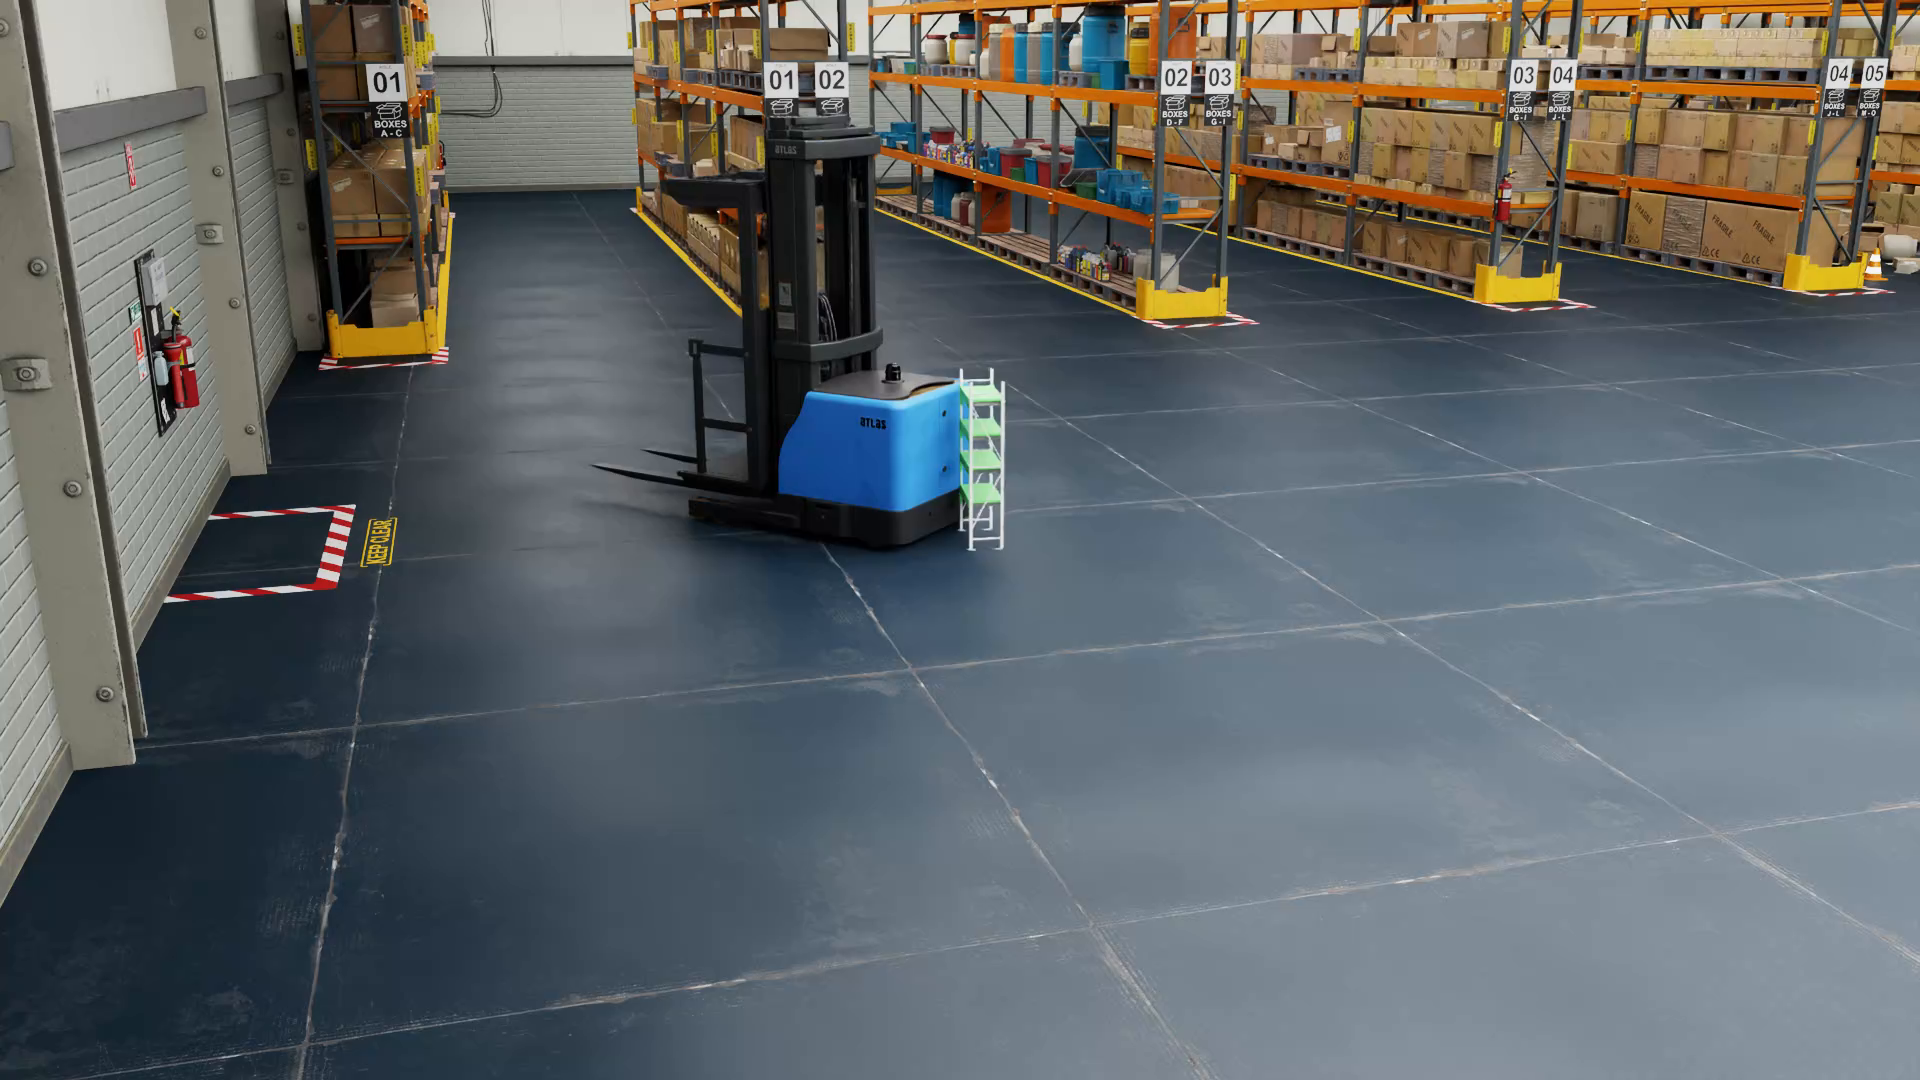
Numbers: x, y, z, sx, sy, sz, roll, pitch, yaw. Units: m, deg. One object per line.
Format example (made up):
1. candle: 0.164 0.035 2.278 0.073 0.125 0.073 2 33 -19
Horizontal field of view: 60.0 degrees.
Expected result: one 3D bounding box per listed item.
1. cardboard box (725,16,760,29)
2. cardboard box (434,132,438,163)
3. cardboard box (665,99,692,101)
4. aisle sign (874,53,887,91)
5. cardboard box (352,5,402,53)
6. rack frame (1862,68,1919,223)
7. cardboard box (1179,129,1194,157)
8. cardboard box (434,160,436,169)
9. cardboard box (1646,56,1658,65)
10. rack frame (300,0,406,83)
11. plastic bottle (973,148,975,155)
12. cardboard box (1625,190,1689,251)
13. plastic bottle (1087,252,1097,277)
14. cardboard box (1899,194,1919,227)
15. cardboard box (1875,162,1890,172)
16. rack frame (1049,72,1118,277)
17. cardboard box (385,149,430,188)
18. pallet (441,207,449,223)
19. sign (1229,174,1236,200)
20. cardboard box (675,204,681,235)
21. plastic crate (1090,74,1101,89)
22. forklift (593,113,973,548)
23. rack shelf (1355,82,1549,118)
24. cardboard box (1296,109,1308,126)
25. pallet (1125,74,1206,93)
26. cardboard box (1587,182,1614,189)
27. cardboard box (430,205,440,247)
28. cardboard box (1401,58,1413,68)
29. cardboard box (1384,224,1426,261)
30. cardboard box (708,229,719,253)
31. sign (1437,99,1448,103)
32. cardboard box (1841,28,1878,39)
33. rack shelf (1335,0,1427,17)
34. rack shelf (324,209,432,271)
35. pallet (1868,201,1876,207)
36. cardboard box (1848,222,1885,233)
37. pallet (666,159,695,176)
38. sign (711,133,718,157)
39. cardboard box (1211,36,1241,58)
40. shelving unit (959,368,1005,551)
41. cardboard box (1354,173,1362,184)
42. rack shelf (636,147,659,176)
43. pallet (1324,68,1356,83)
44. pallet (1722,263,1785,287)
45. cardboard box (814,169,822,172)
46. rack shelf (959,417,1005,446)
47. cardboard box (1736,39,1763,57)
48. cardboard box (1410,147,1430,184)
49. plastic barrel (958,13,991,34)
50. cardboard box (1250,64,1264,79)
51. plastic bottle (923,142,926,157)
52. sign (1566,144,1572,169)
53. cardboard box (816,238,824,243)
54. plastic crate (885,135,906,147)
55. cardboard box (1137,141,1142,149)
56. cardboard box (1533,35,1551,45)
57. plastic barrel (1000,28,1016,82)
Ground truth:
1. cardboard box: -3.045 -7.160 23.587 0.500 0.500 0.500 -4 17 -15
2. cardboard box: -10.007 -7.176 30.107 0.980 0.700 0.700 -4 17 -14
3. cardboard box: -5.685 -8.666 33.676 0.500 0.500 0.500 -4 17 -14
4. aisle sign: -1.753 -10.012 35.551 0.394 0.787 0.004 -5 17 -15
5. cardboard box: -6.448 -5.661 18.422 0.500 0.500 0.500 -6 18 -19
6. rack frame: 16.141 -6.627 28.799 1.000 3.000 0.127 -5 17 -15
7. cardboard box: 4.576 -7.680 32.130 0.500 0.500 0.500 -5 17 -17
8. cardboard box: -9.260 -6.488 28.738 0.380 0.149 0.250 -5 17 -15
9. cardboard box: 11.182 -7.645 26.508 0.380 0.149 0.250 -5 17 -16
10. rack frame: -6.576 -6.435 17.733 1.000 3.000 0.127 -5 17 -15
11. plastic bottle: 0.296 -7.162 30.806 0.097 0.271 0.097 0 17 0
12. cardboard box: 11.515 -5.211 27.051 0.875 0.875 0.875 -4 17 -14
13. plastic bottle: 1.893 -3.916 23.616 0.144 0.351 0.185 -4 17 -13
14. cardboard box: 16.202 -5.538 27.922 0.500 0.500 0.500 -4 17 -13
15. cardboard box: 15.919 -6.394 28.461 0.380 0.149 0.250 -5 17 -16
16. rack frame: 1.850 -5.452 24.887 1.000 3.000 0.127 -5 17 -15
17. cardboard box: -7.248 -4.859 21.836 0.500 0.500 0.500 -5 17 -15
18. pallet: -10.678 -6.437 33.015 1.003 0.211 1.213 -5 17 -15
19. sign: 3.480 -4.520 21.305 0.100 0.325 0.005 -5 17 -15
20. cardboard box: -4.637 -5.564 28.843 0.500 0.500 0.500 -5 18 -17
21. plastic crate: 2.022 -6.329 22.961 0.336 0.188 0.450 -5 17 -15
22. forklift: -1.437 -1.641 12.319 3.031 2.935 1.130 10 19 29
23. rack shelf: 7.162 -6.382 24.021 1.077 0.370 4.000 -5 17 -15
24. cardboard box: 7.969 -9.571 37.910 0.500 0.500 0.500 -4 17 -13
25. pallet: 2.816 -5.928 21.587 1.003 0.211 1.213 -5 17 -15
26. cardboard box: 14.190 -7.858 35.861 0.875 0.875 0.875 -4 17 -14
27. cardboard box: -8.851 -5.160 26.923 0.750 0.750 0.750 -5 17 -16
28. cardboard box: 6.697 -6.995 24.377 0.380 0.149 0.250 -5 17 -16
29. cardboard box: 6.849 -4.576 25.585 0.500 0.500 0.500 1 17 2
30. cardboard box: -3.449 -4.447 24.616 0.500 0.311 0.500 -4 17 -14
31. sign: 13.221 -12.078 45.511 0.339 0.242 0.001 -5 17 -15
32. cardboard box: 12.723 -7.166 23.526 0.380 0.149 0.250 -5 17 -15
33. rack shelf: 8.661 -11.501 35.852 1.077 0.370 4.000 -5 17 -15
34. rack shelf: -7.126 -3.771 20.541 1.077 0.370 4.000 -5 17 -15
35. pallet: 19.644 -7.001 34.891 1.003 0.211 1.213 -5 17 -15
36. cardboard box: 15.127 -5.027 27.813 0.500 0.500 0.500 7 18 23
37. pallet: -4.266 -6.258 27.903 1.213 0.211 1.003 -5 17 -15
38. sign: -3.432 -5.532 23.280 0.100 0.325 0.005 -5 17 -15
39. cardboard box: 4.955 -9.030 30.682 0.500 0.500 0.500 -4 17 -12
40. shelving unit: 0.151 -0.573 11.775 0.258 1.200 0.503 -2 17 -8
41. cardboard box: 6.382 -5.640 25.950 0.380 0.149 0.250 -5 17 -15
42. rack shelf: -5.662 -7.483 32.899 1.077 0.370 4.000 -5 17 -15
43. pallet: 6.545 -7.369 26.383 1.213 0.211 1.003 -5 17 -15
44. pallet: 12.214 -3.980 24.836 1.003 0.211 1.213 -5 17 -15
45. cardboard box: -1.715 -4.439 20.214 0.380 0.149 0.250 -5 17 -16
46. rack shelf: 0.151 -0.742 11.724 0.258 0.148 0.480 -2 17 -8
47. cardboard box: 11.832 -7.248 24.493 0.500 0.250 0.500 -5 17 -16
48. cardboard box: 7.112 -5.491 24.328 0.875 0.500 0.500 -5 17 -15
49. plastic barrel: 0.268 -9.082 30.158 0.600 0.901 0.708 -5 17 -15
50. cardboard box: 5.398 -8.164 28.964 0.500 0.250 0.500 -4 17 -14
51. plastic bottle: -0.658 -7.473 31.821 0.061 0.283 0.133 -5 17 -15
52. sign: 8.233 -5.194 22.526 0.100 0.325 0.005 -5 17 -15
53. cardboard box: -2.037 -3.639 21.600 0.500 0.500 0.500 -5 17 -15
54. plastic crate: -1.334 -8.261 34.426 0.416 0.233 0.300 -5 17 -15
55. cardboard box: 3.874 -8.136 34.262 0.380 0.149 0.250 -5 17 -16
56. cardboard box: 13.253 -11.110 37.432 0.500 0.500 0.500 -4 17 -14
57. plastic barrel: 0.948 -7.775 26.661 0.600 0.830 0.708 -5 17 -15
